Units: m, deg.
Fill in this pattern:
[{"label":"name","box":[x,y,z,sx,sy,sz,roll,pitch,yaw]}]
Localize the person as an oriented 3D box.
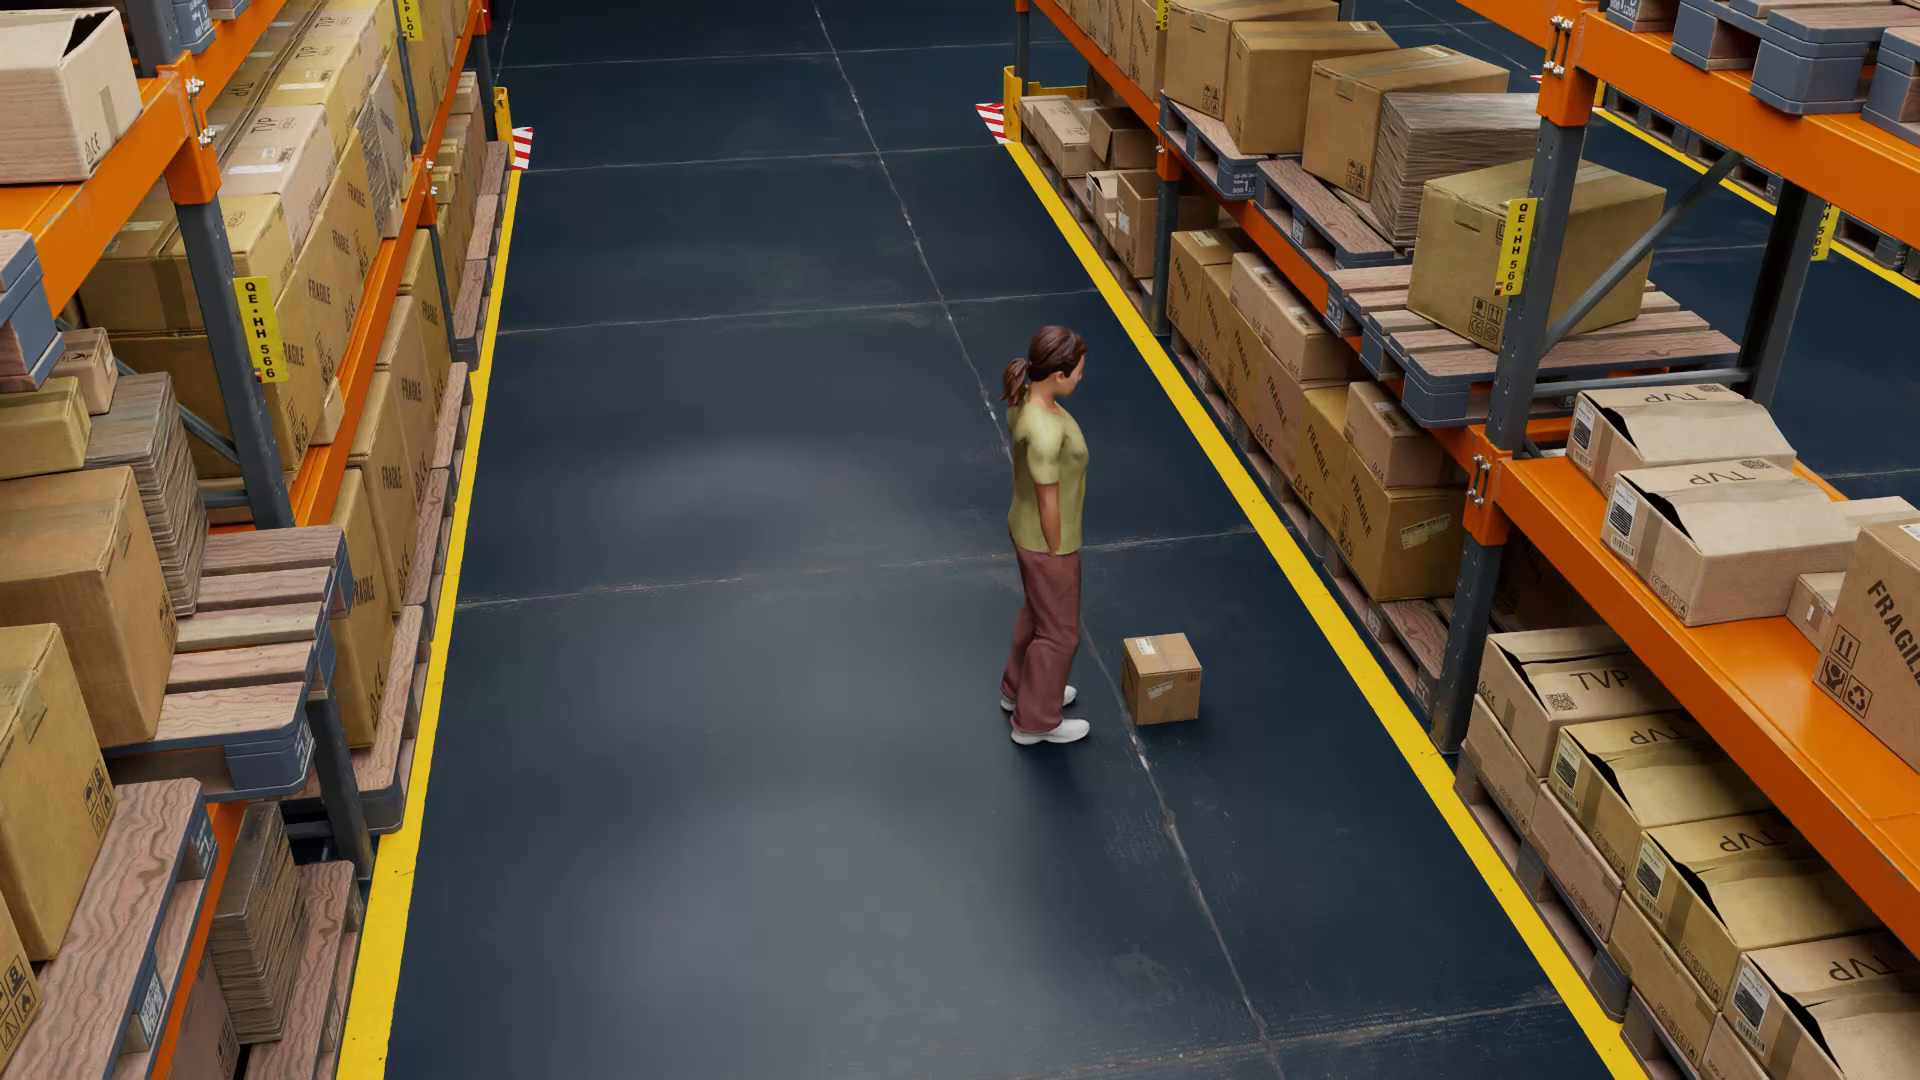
[{"label":"person","box":[0.306,0.013,6.185,0.359,1.604,0.447,-5,31,-8]}]
